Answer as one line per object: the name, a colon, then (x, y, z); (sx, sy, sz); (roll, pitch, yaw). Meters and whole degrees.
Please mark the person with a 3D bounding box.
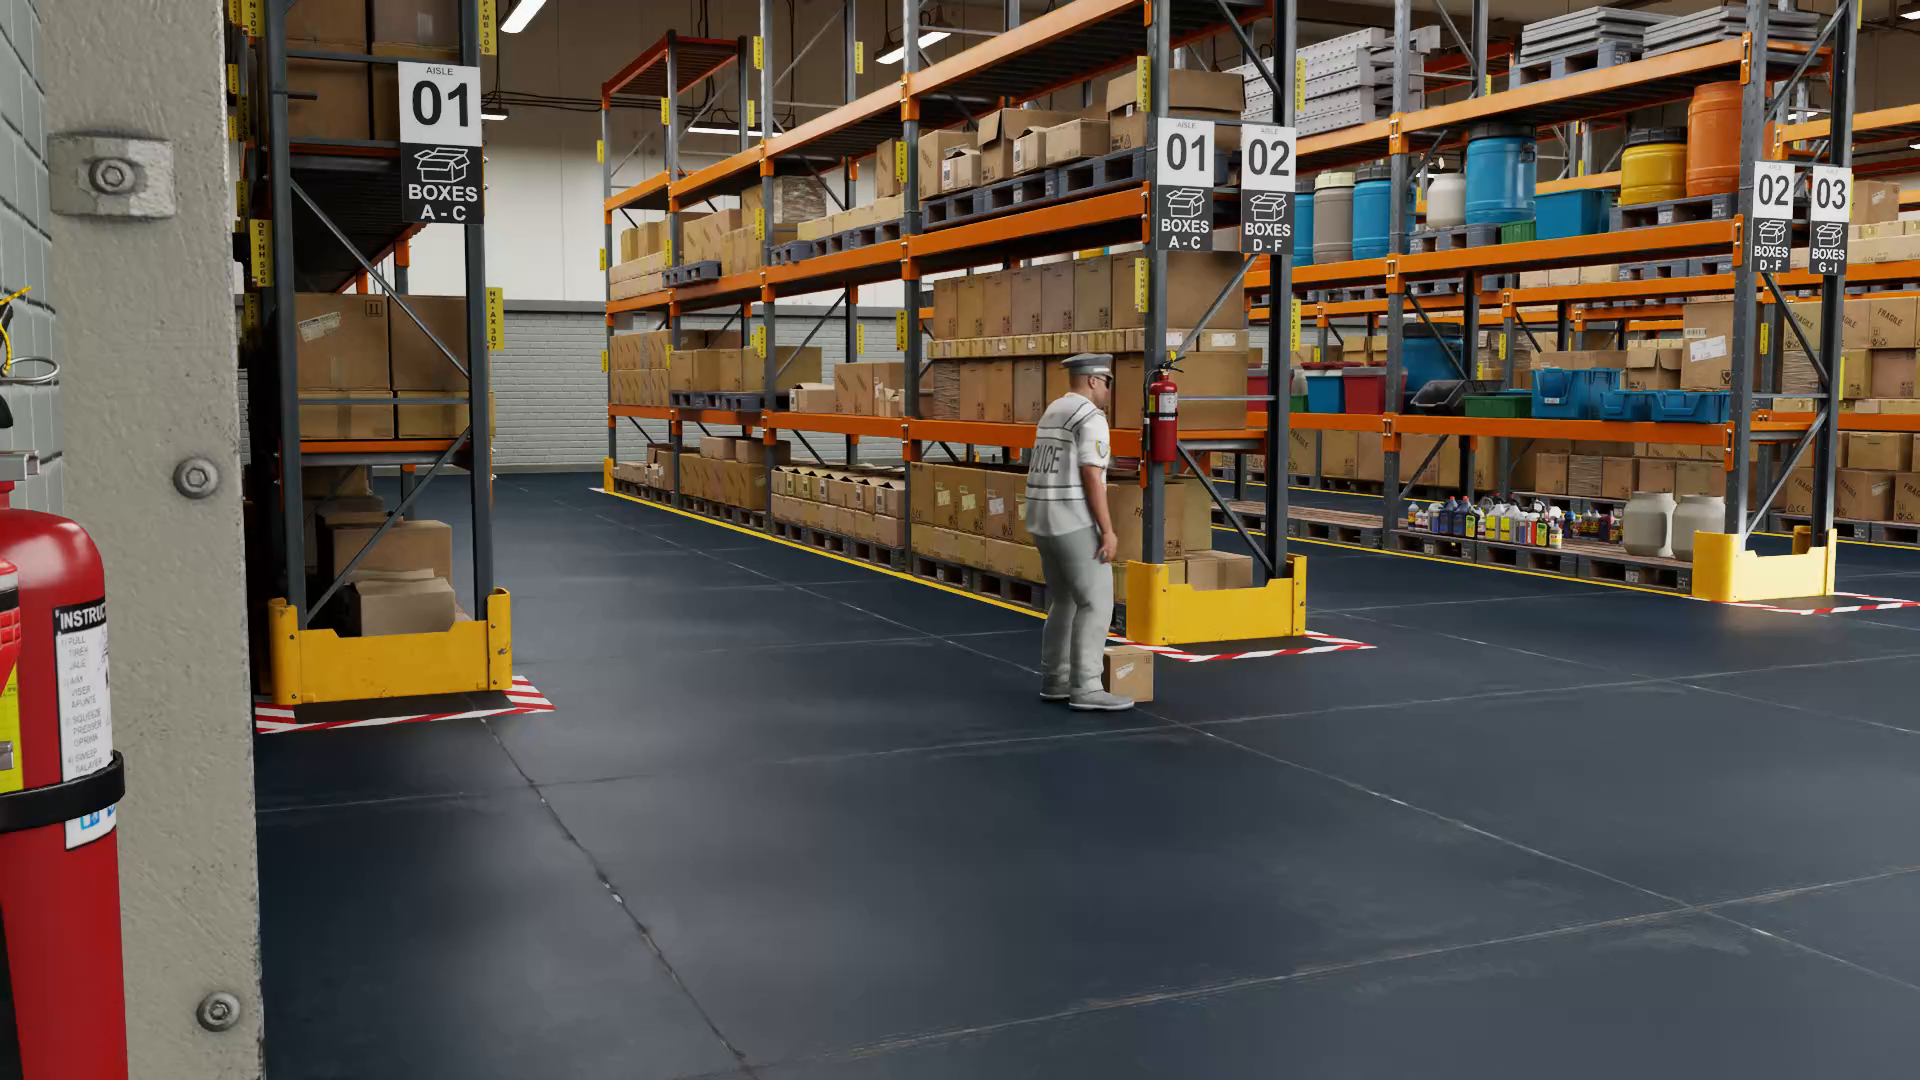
person: (0.566, -0.053, 8.276); (0.435, 1.748, 0.590); (-2, 6, -24)
